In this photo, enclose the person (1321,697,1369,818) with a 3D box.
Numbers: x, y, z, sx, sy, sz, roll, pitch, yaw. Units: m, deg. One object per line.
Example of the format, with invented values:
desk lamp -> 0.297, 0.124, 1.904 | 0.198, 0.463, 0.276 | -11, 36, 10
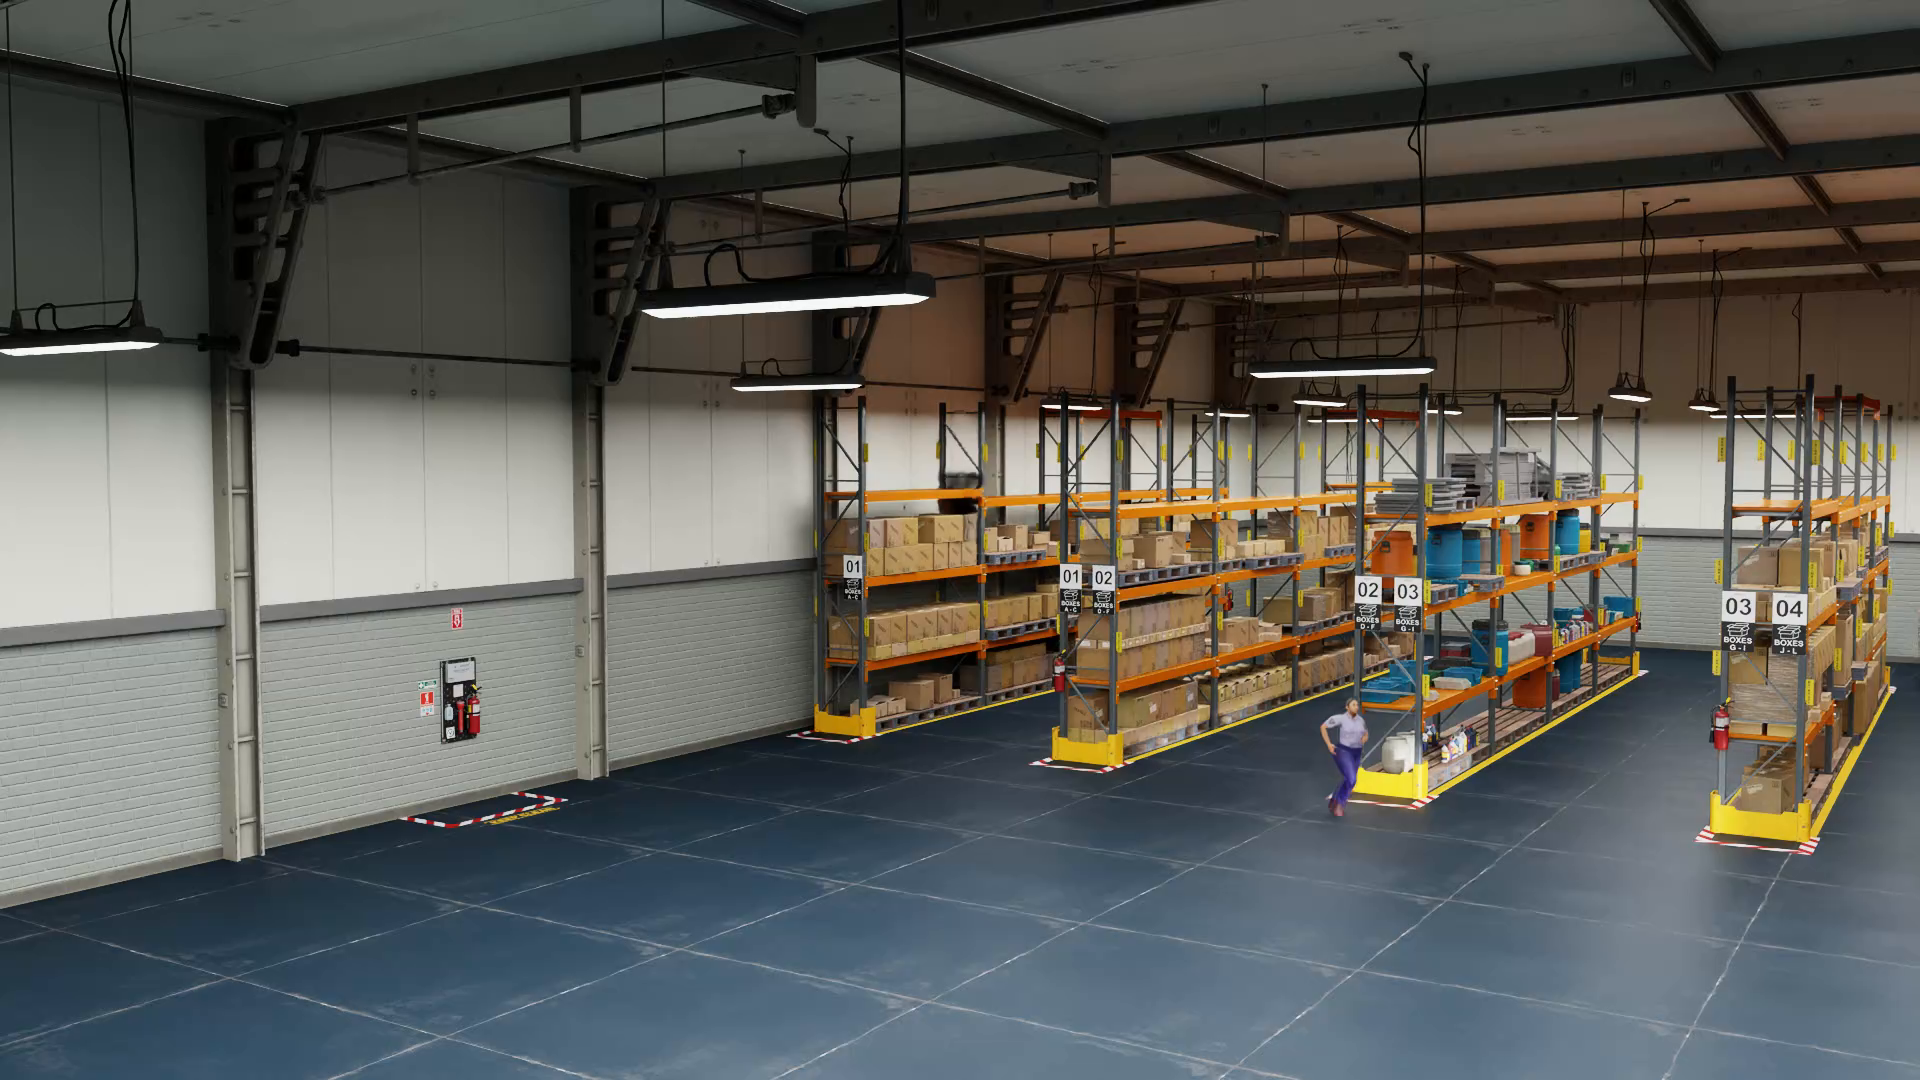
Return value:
person -> 5.372, 3.003, 22.963 | 0.618, 1.631, 0.613 | -2, 4, -33
